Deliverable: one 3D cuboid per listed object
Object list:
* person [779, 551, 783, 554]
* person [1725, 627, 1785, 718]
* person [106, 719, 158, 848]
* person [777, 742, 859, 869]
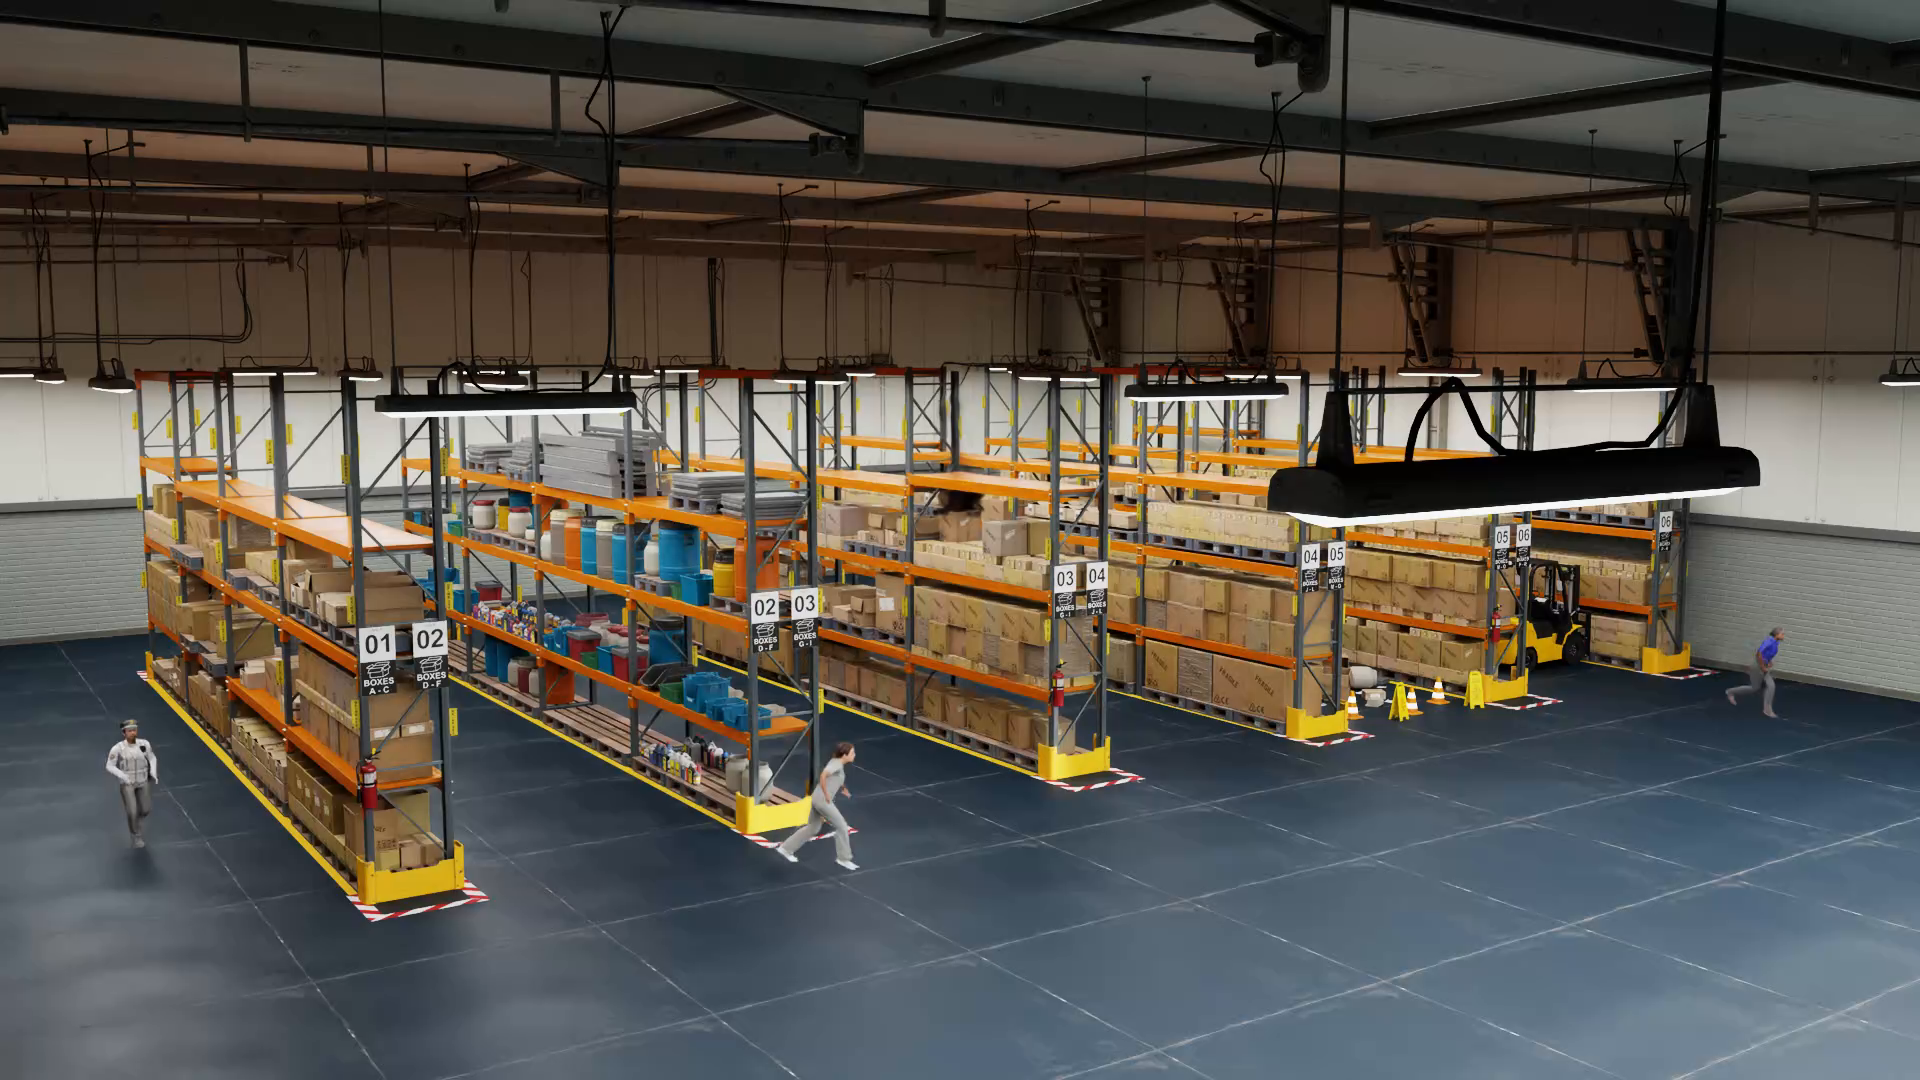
[{"bbox_3d":[-4.470,0.933,39.998,0.708,1.804,1.036,-4,7,-30],"label":"person"},{"bbox_3d":[13.938,2.283,29.163,0.909,1.614,0.587,4,8,33],"label":"person"},{"bbox_3d":[-10.626,3.112,21.385,0.616,1.659,0.554,-5,8,-39],"label":"person"},{"bbox_3d":[-1.739,3.272,20.321,1.003,1.625,0.603,0,6,-3],"label":"person"}]
